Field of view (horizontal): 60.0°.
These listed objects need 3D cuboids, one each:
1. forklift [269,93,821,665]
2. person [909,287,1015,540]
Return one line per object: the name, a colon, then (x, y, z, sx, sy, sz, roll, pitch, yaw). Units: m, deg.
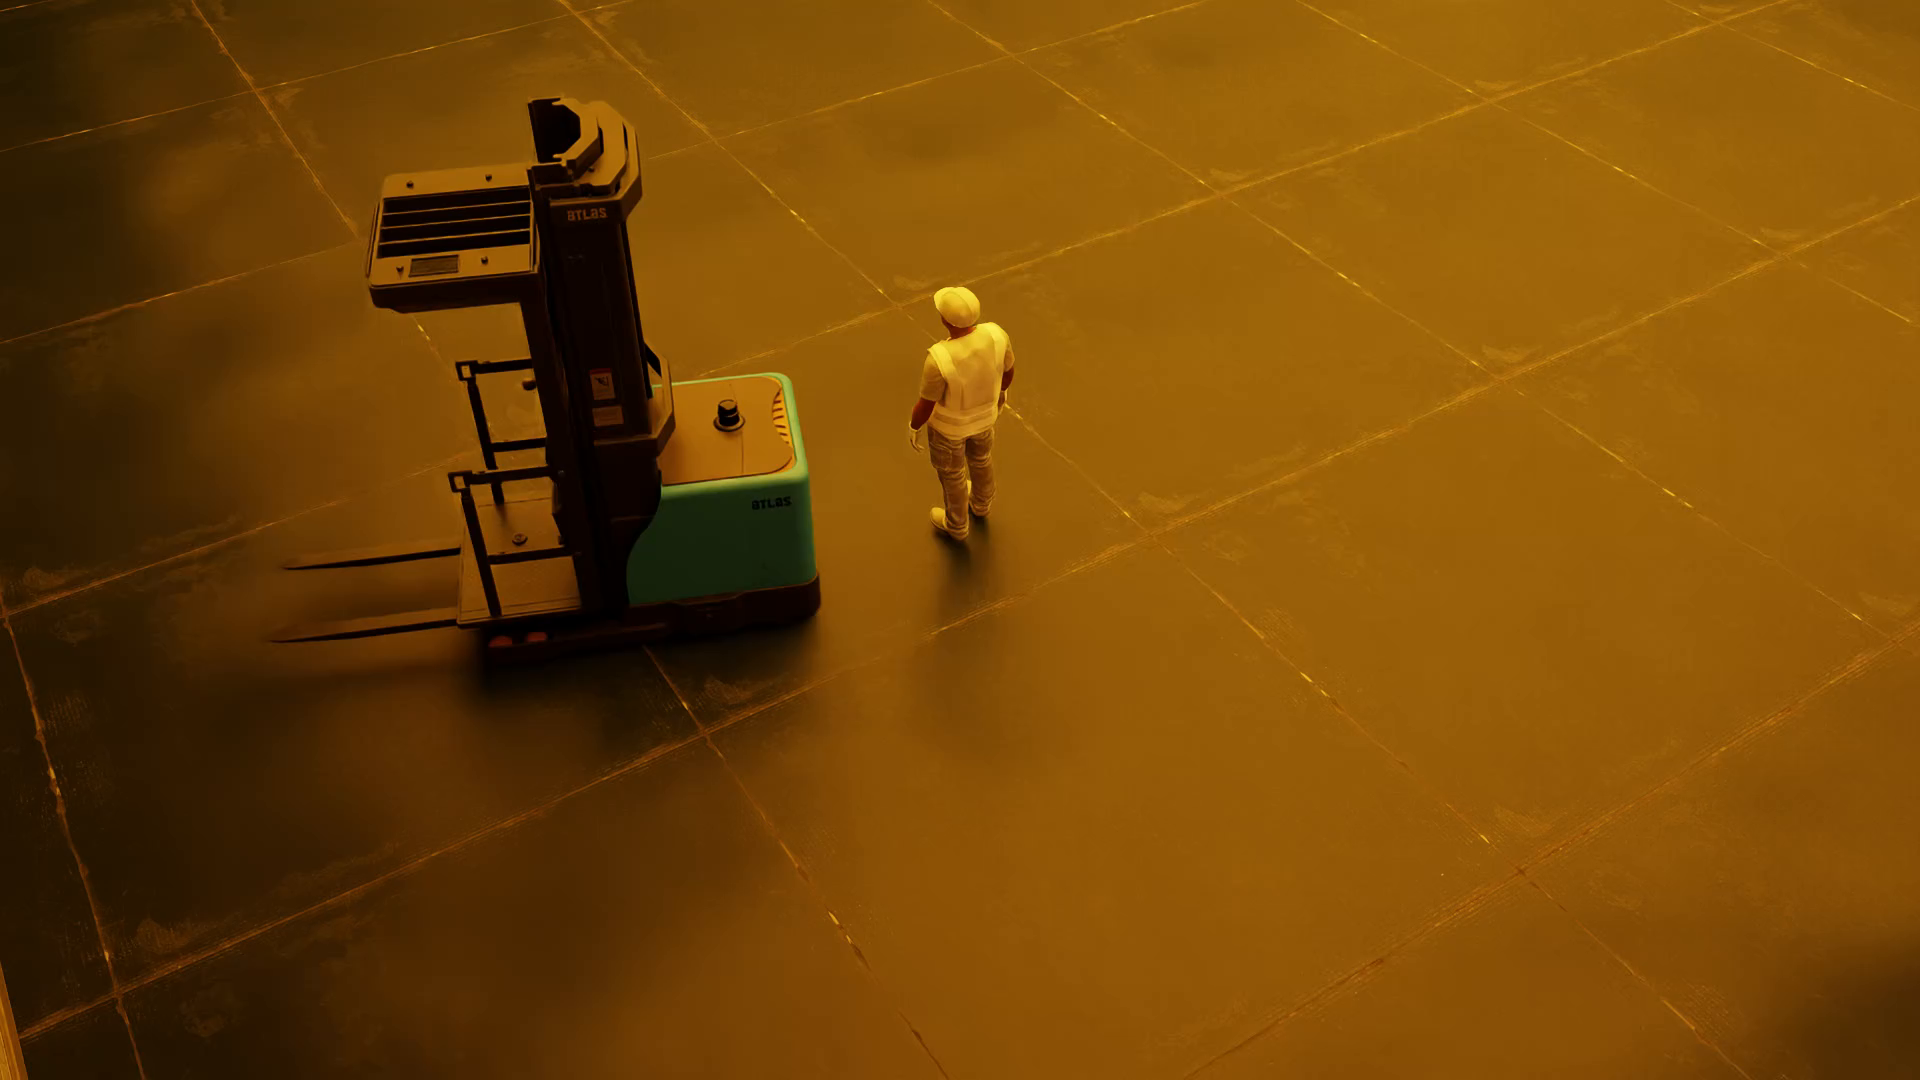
forklift: (-2.368, -0.783, 8.767, 3.031, 2.935, 1.130, -7, 42, -8)
person: (-0.031, -0.750, 9.529, 0.656, 1.781, 0.577, -23, 46, -24)
